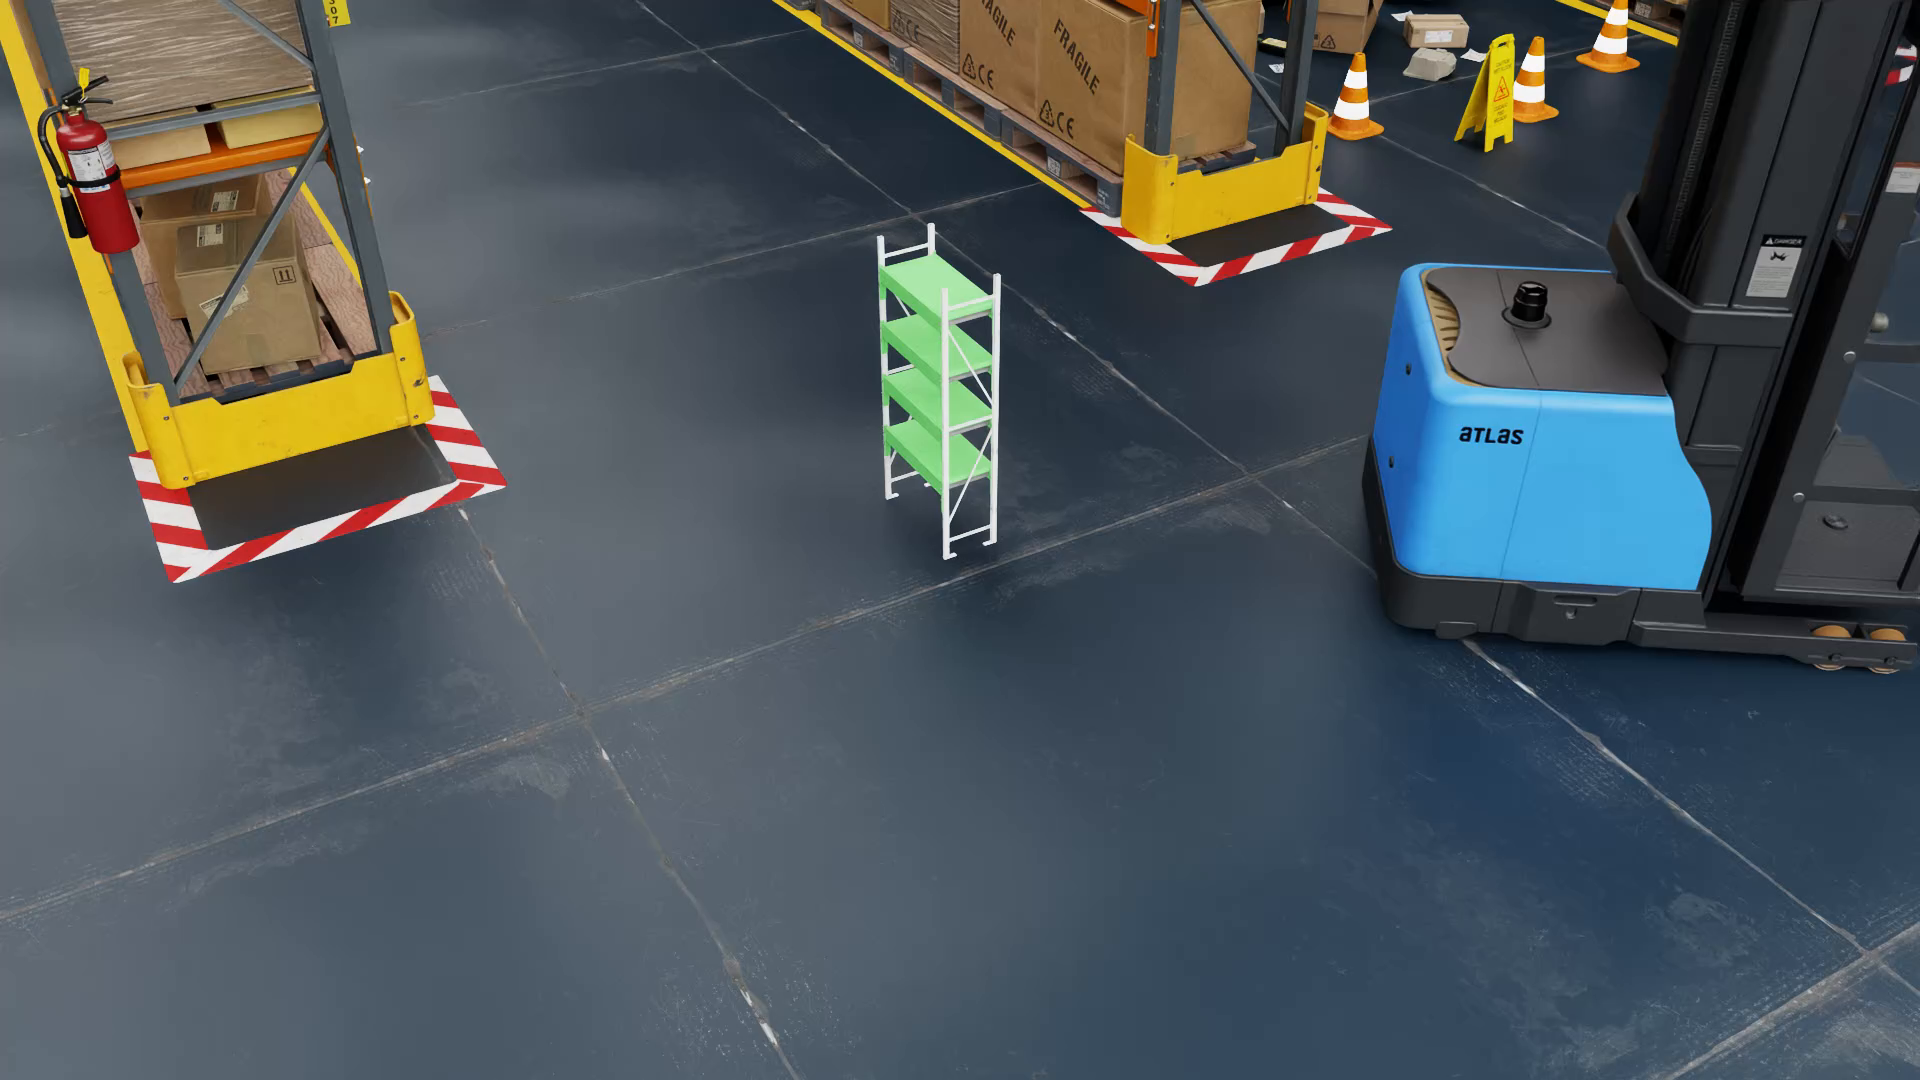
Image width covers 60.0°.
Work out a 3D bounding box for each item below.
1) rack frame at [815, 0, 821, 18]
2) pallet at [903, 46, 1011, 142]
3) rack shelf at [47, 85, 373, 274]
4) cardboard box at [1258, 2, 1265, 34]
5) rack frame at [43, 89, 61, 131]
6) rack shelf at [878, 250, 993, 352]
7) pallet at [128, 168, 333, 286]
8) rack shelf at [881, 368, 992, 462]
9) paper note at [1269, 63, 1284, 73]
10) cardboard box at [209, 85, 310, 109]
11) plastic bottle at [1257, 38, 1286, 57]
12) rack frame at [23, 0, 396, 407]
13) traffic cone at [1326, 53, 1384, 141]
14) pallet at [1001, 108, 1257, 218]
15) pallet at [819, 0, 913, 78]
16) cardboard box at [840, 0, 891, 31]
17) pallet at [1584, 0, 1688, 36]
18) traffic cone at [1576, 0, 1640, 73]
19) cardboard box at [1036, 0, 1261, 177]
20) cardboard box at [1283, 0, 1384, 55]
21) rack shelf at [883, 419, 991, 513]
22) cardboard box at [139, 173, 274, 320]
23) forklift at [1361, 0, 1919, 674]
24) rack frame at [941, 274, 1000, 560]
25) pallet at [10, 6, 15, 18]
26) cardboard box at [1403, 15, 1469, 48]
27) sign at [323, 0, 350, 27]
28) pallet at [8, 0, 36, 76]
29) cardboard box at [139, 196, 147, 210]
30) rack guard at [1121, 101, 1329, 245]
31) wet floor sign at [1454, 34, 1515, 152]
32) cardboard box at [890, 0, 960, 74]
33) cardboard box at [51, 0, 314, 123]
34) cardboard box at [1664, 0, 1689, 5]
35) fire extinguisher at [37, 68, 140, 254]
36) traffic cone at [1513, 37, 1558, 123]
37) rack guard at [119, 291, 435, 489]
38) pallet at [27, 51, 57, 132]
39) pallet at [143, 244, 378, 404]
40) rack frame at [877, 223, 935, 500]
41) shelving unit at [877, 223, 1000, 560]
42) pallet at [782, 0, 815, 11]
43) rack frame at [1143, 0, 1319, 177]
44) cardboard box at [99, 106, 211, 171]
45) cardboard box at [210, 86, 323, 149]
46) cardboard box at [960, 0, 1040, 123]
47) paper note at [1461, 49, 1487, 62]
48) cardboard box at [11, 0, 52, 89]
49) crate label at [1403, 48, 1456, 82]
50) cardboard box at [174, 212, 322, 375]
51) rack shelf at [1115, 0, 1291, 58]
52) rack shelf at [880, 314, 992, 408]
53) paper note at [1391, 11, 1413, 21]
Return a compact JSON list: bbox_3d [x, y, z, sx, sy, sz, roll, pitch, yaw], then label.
[{"bbox_3d":[-0.574,-5.092,11.178,1.000,3.000,0.127,-19,40,-24],"label":"rack frame"},{"bbox_3d":[0.357,-2.932,10.585,1.003,0.211,1.213,-19,40,-24],"label":"pallet"},{"bbox_3d":[-3.909,-2.363,8.052,1.077,0.370,4.000,-19,40,-24],"label":"rack shelf"},{"bbox_3d":[1.882,-3.657,11.532,0.396,0.266,0.258,-12,38,-16],"label":"cardboard box"},{"bbox_3d":[-4.914,-3.673,9.236,1.000,3.000,0.127,-19,40,-24],"label":"rack frame"},{"bbox_3d":[-0.083,-0.905,6.266,0.258,0.148,0.480,-19,40,-24],"label":"rack shelf"},{"bbox_3d":[-3.929,-1.593,8.751,1.003,0.211,1.213,-19,40,-24],"label":"pallet"},{"bbox_3d":[-0.083,-0.517,6.549,0.258,0.148,0.480,-19,40,-24],"label":"rack shelf"},{"bbox_3d":[2.137,-3.134,11.016,0.144,0.017,0.142,-6,37,-8],"label":"paper note"},{"bbox_3d":[-2.950,-1.881,6.996,0.380,0.149,0.250,-19,40,-24],"label":"cardboard box"},{"bbox_3d":[2.124,-3.352,11.288,0.283,0.061,0.133,26,44,31],"label":"plastic bottle"},{"bbox_3d":[-2.904,-1.634,6.443,1.000,3.000,0.127,-19,40,-24],"label":"rack frame"},{"bbox_3d":[2.396,-2.719,10.080,0.336,0.463,0.334,-19,40,-24],"label":"traffic cone"},{"bbox_3d":[0.966,-2.310,9.734,1.003,0.211,1.213,-19,40,-24],"label":"pallet"},{"bbox_3d":[-0.260,-3.555,11.438,1.003,0.211,1.213,-19,40,-24],"label":"pallet"},{"bbox_3d":[-0.319,-4.062,11.213,0.875,0.875,0.875,-18,40,-23],"label":"cardboard box"},{"bbox_3d":[5.249,-3.908,11.921,1.003,0.211,1.213,-19,40,-24],"label":"pallet"},{"bbox_3d":[4.333,-3.383,10.989,0.336,0.463,0.334,-19,40,-24],"label":"traffic cone"},{"bbox_3d":[1.038,-2.690,9.335,0.875,0.875,0.875,-19,40,-24],"label":"cardboard box"},{"bbox_3d":[2.593,-3.708,11.400,0.637,0.503,0.797,12,38,16],"label":"cardboard box"},{"bbox_3d":[-0.083,-0.324,6.691,0.258,0.148,0.480,-19,40,-24],"label":"rack shelf"},{"bbox_3d":[-3.533,-1.412,7.903,0.500,0.500,0.500,-9,37,-12],"label":"cardboard box"},{"bbox_3d":[3.144,-1.025,5.669,3.031,2.935,1.130,3,36,4],"label":"forklift"},{"bbox_3d":[0.039,-0.445,6.341,0.240,1.200,0.015,-19,40,-24],"label":"rack frame"},{"bbox_3d":[-6.532,-4.188,12.306,1.003,0.211,1.213,-19,40,-24],"label":"pallet"},{"bbox_3d":[3.260,-3.488,11.400,0.380,0.149,0.250,0,36,0],"label":"cardboard box"},{"bbox_3d":[-2.435,-2.144,6.408,0.100,0.325,0.005,-19,40,-24],"label":"sign"},{"bbox_3d":[-5.923,-3.567,11.455,1.003,0.211,1.213,-19,40,-24],"label":"pallet"},{"bbox_3d":[-3.831,-1.737,8.348,0.500,0.500,0.500,-15,39,-20],"label":"cardboard box"},{"bbox_3d":[1.448,-2.030,9.106,1.175,0.500,0.348,-19,40,-24],"label":"rack guard"},{"bbox_3d":[3.162,-2.673,9.863,0.267,0.644,0.232,-26,44,-31],"label":"wet floor sign"},{"bbox_3d":[0.137,-3.603,10.586,0.875,0.875,0.875,-19,40,-24],"label":"cardboard box"},{"bbox_3d":[-3.156,-2.083,6.721,0.875,0.500,0.500,-19,40,-24],"label":"cardboard box"},{"bbox_3d":[5.014,-3.974,11.623,0.500,0.250,0.500,-19,40,-24],"label":"cardboard box"},{"bbox_3d":[-3.245,-1.407,6.199,0.296,0.674,0.183,-19,40,-24],"label":"fire extinguisher"},{"bbox_3d":[3.544,-2.880,10.301,0.336,0.463,0.334,-19,40,-24],"label":"traffic cone"},{"bbox_3d":[-2.942,-0.663,7.234,1.175,0.500,0.348,-19,40,-24],"label":"rack guard"},{"bbox_3d":[-5.306,-2.944,10.602,1.003,0.211,1.213,-19,40,-24],"label":"pallet"},{"bbox_3d":[-3.320,-0.971,7.901,1.003,0.211,1.213,-19,40,-24],"label":"pallet"},{"bbox_3d":[-0.206,-0.693,6.682,0.240,1.200,0.015,-19,40,-24],"label":"rack frame"},{"bbox_3d":[-0.083,-0.569,6.512,0.258,1.200,0.503,-19,40,-24],"label":"shelving unit"},{"bbox_3d":[-1.027,-4.337,12.509,1.003,0.211,1.213,-19,40,-24],"label":"pallet"},{"bbox_3d":[1.435,-3.052,8.385,1.000,3.000,0.127,-19,40,-24],"label":"rack frame"},{"bbox_3d":[-3.226,-1.616,6.633,0.380,0.149,0.250,-19,40,-24],"label":"cardboard box"},{"bbox_3d":[-2.841,-1.748,6.813,0.380,0.149,0.250,-19,40,-24],"label":"cardboard box"},{"bbox_3d":[0.594,-3.138,9.948,0.875,0.875,0.875,-20,40,-25],"label":"cardboard box"},{"bbox_3d":[3.469,-3.263,11.192,0.142,0.019,0.148,26,44,31],"label":"paper note"},{"bbox_3d":[-3.511,-2.302,7.022,0.875,0.500,0.500,-19,40,-24],"label":"cardboard box"},{"bbox_3d":[3.096,-3.131,10.921,0.298,0.136,0.250,19,40,24],"label":"crate label"},{"bbox_3d":[-3.203,-1.117,7.500,0.500,0.500,0.500,-12,38,-16],"label":"cardboard box"},{"bbox_3d":[0.431,-3.781,9.994,1.077,0.370,4.000,-19,40,-24],"label":"rack shelf"},{"bbox_3d":[-0.083,-0.711,6.408,0.258,0.148,0.480,-19,40,-24],"label":"rack shelf"},{"bbox_3d":[3.172,-3.736,11.850,0.148,0.019,0.142,-6,37,-8],"label":"paper note"}]
